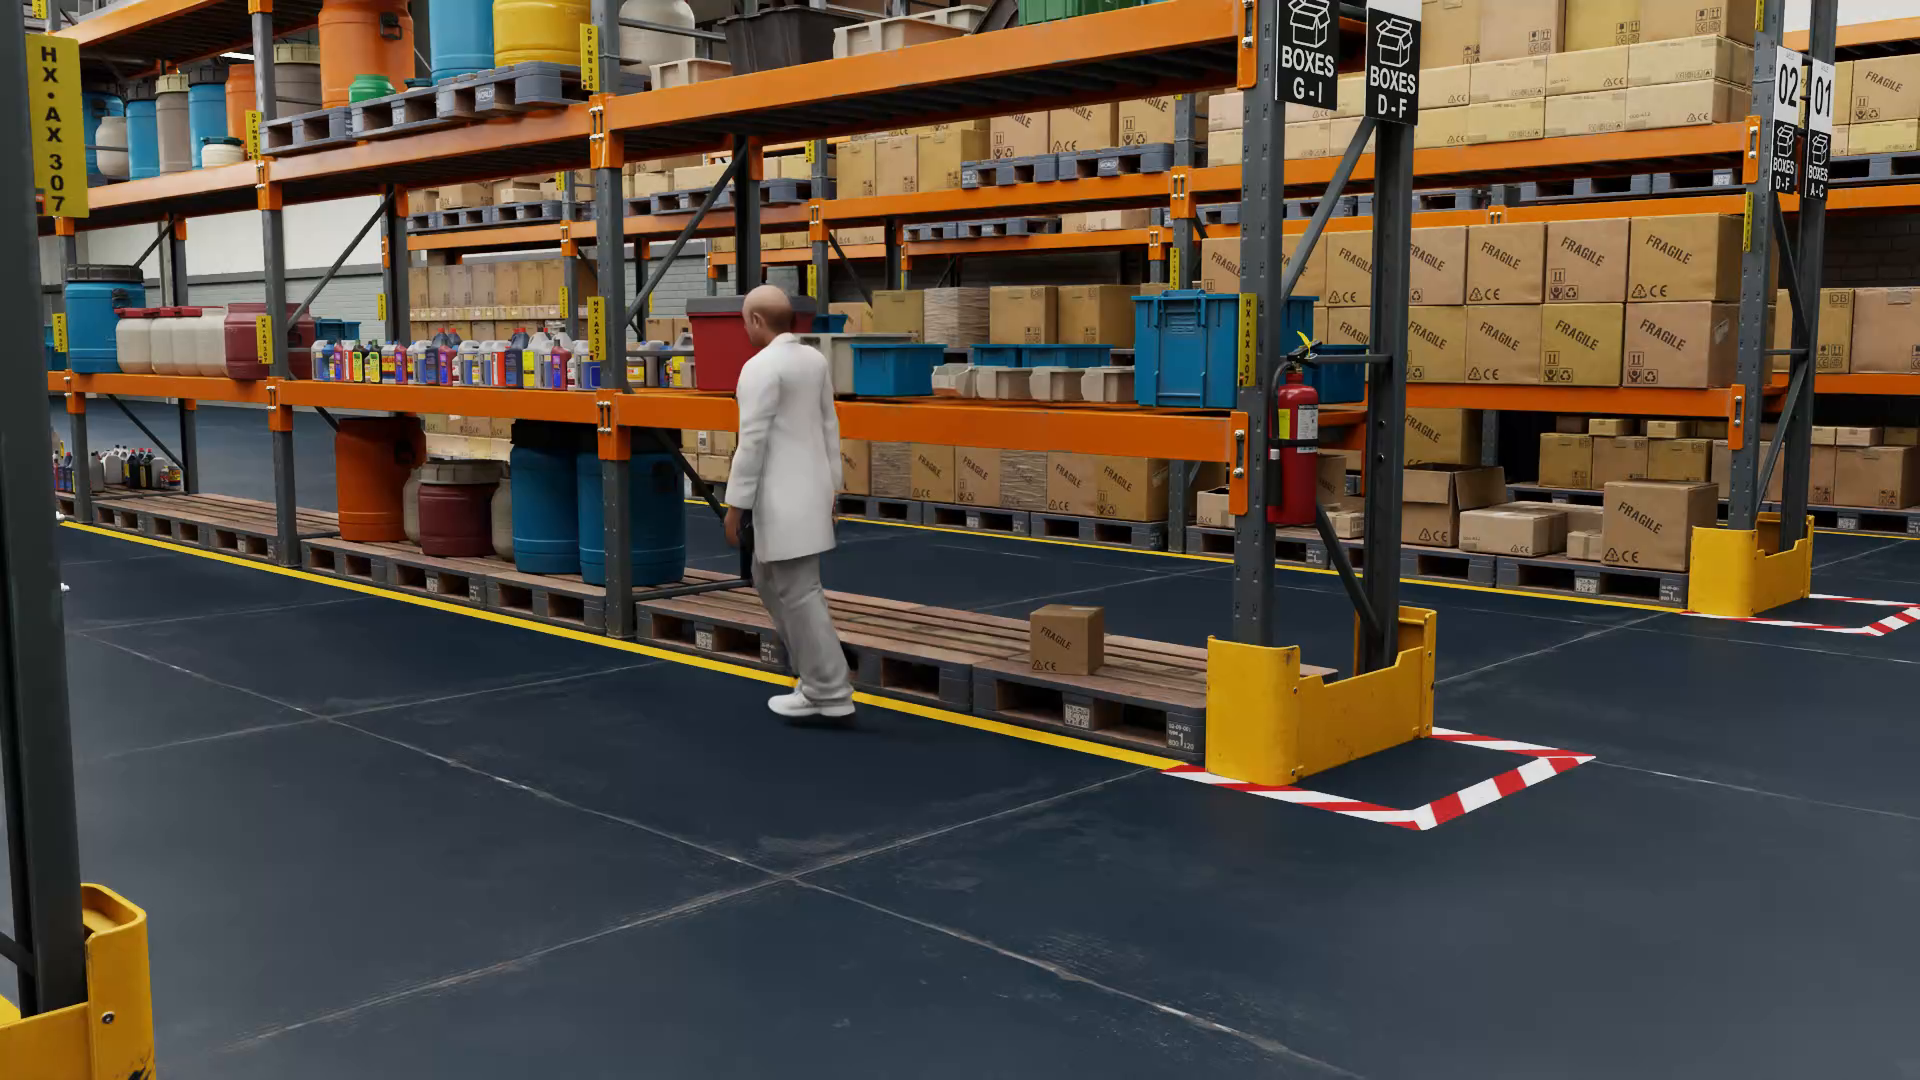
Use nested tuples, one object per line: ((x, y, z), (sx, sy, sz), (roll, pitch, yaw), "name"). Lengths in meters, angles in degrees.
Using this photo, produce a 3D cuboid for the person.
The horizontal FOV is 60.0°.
((-0.681, -0.136, 6.858), (0.566, 1.812, 0.605), (2, 7, 19), "person")
